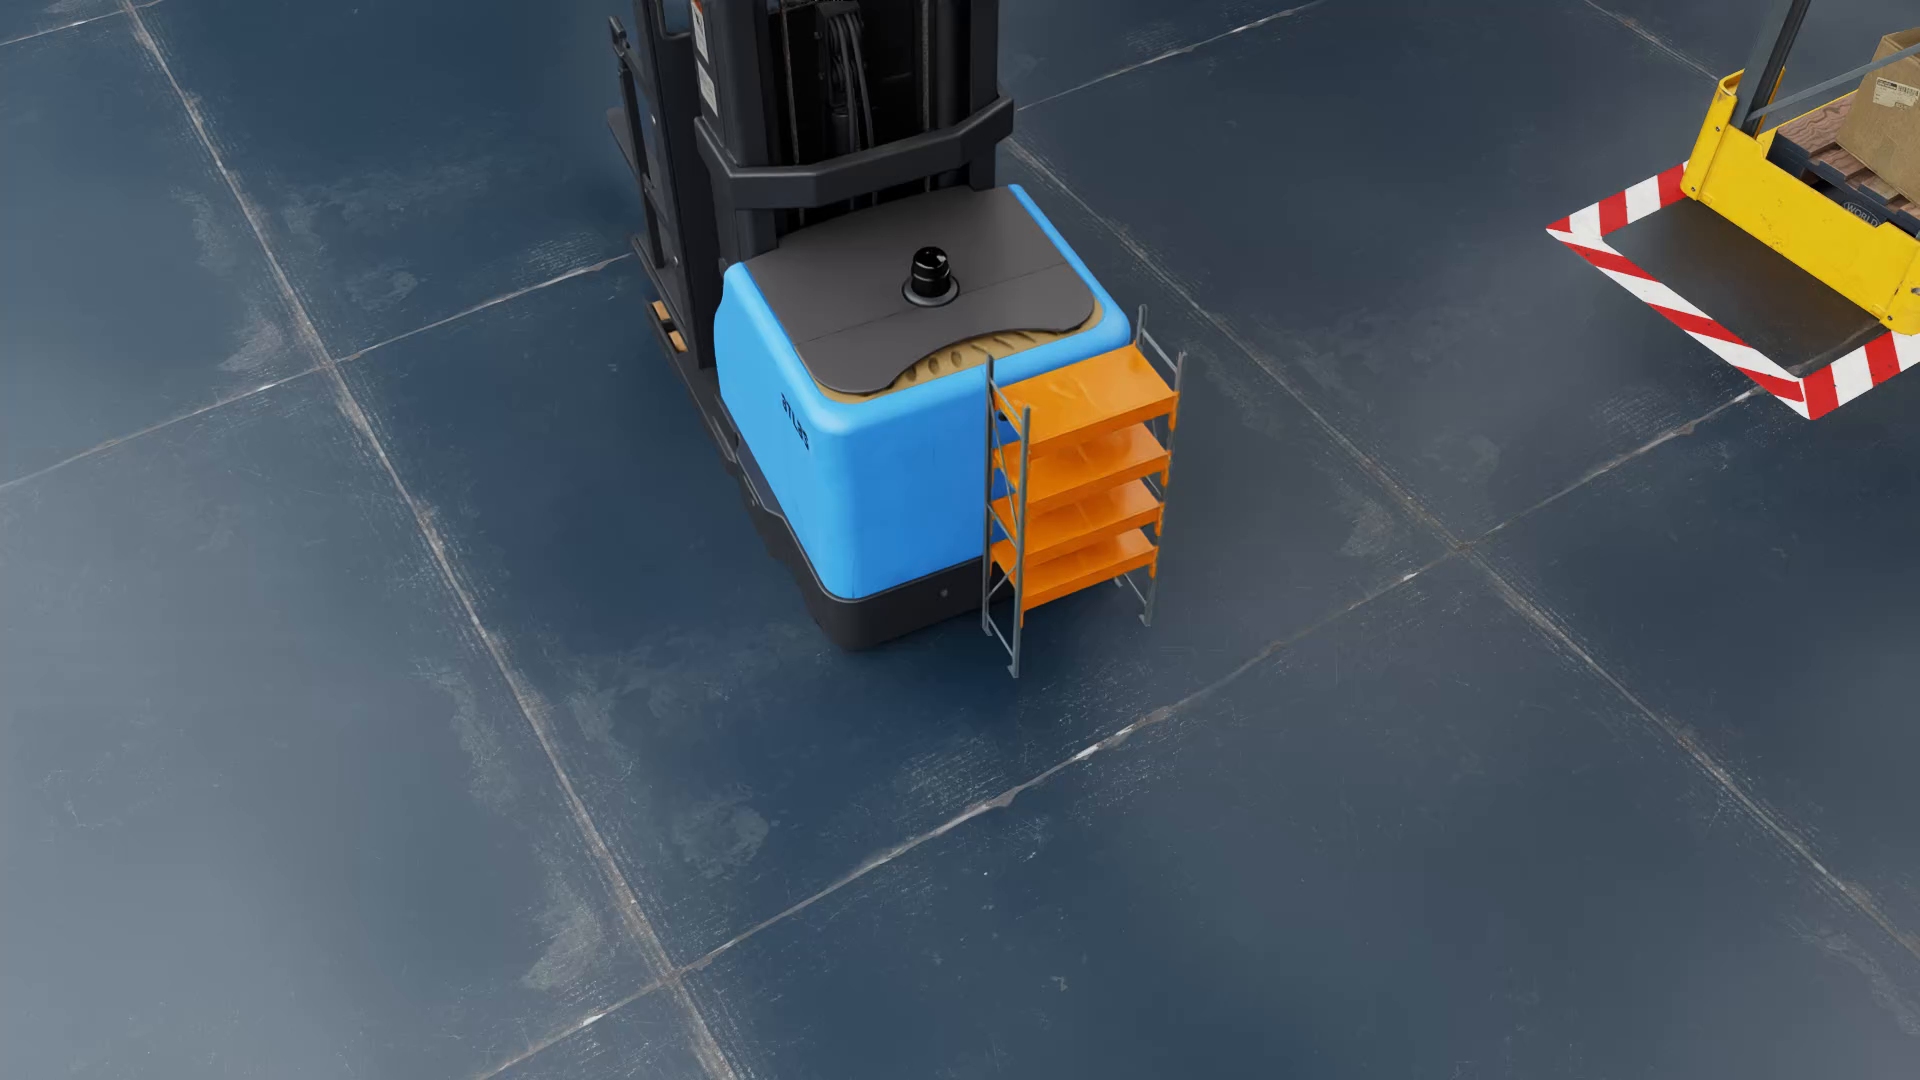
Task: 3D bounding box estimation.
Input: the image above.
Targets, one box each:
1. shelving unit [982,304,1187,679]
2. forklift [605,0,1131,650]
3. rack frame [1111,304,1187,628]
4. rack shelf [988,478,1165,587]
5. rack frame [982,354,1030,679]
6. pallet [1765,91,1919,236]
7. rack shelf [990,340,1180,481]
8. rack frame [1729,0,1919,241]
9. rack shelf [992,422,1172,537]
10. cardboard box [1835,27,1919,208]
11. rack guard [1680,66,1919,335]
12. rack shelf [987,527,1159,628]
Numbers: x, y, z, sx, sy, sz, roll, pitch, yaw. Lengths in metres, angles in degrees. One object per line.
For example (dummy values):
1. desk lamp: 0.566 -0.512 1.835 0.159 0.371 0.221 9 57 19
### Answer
1. shelving unit: 0.351 -0.113 5.047 0.503 1.200 0.258 -20 51 -17
2. forklift: -0.561 -1.738 5.335 1.130 2.935 3.031 -19 51 -16
3. rack frame: 0.571 -0.192 5.118 0.015 1.200 0.240 -20 51 -17
4. rack shelf: 0.351 -0.068 5.097 0.480 0.148 0.258 -20 51 -17
5. rack frame: 0.131 -0.034 4.977 0.015 1.200 0.240 -20 51 -17
6. pallet: 4.206 -1.585 7.020 1.213 0.211 1.003 -25 53 -21
7. rack shelf: 0.351 -0.374 4.754 0.480 0.148 0.258 -20 51 -17
8. rack frame: 3.436 -2.181 5.683 0.127 3.000 1.000 -25 53 -21
9. rack shelf: 0.351 -0.217 4.930 0.480 0.148 0.258 -20 51 -17
10. cardboard box: 3.973 -1.727 6.672 0.500 0.500 0.500 -16 50 -14
11. rack guard: 3.501 -1.380 6.644 0.348 0.500 1.175 -25 53 -21
12. rack shelf: 0.351 0.064 5.246 0.480 0.148 0.258 -20 51 -17
